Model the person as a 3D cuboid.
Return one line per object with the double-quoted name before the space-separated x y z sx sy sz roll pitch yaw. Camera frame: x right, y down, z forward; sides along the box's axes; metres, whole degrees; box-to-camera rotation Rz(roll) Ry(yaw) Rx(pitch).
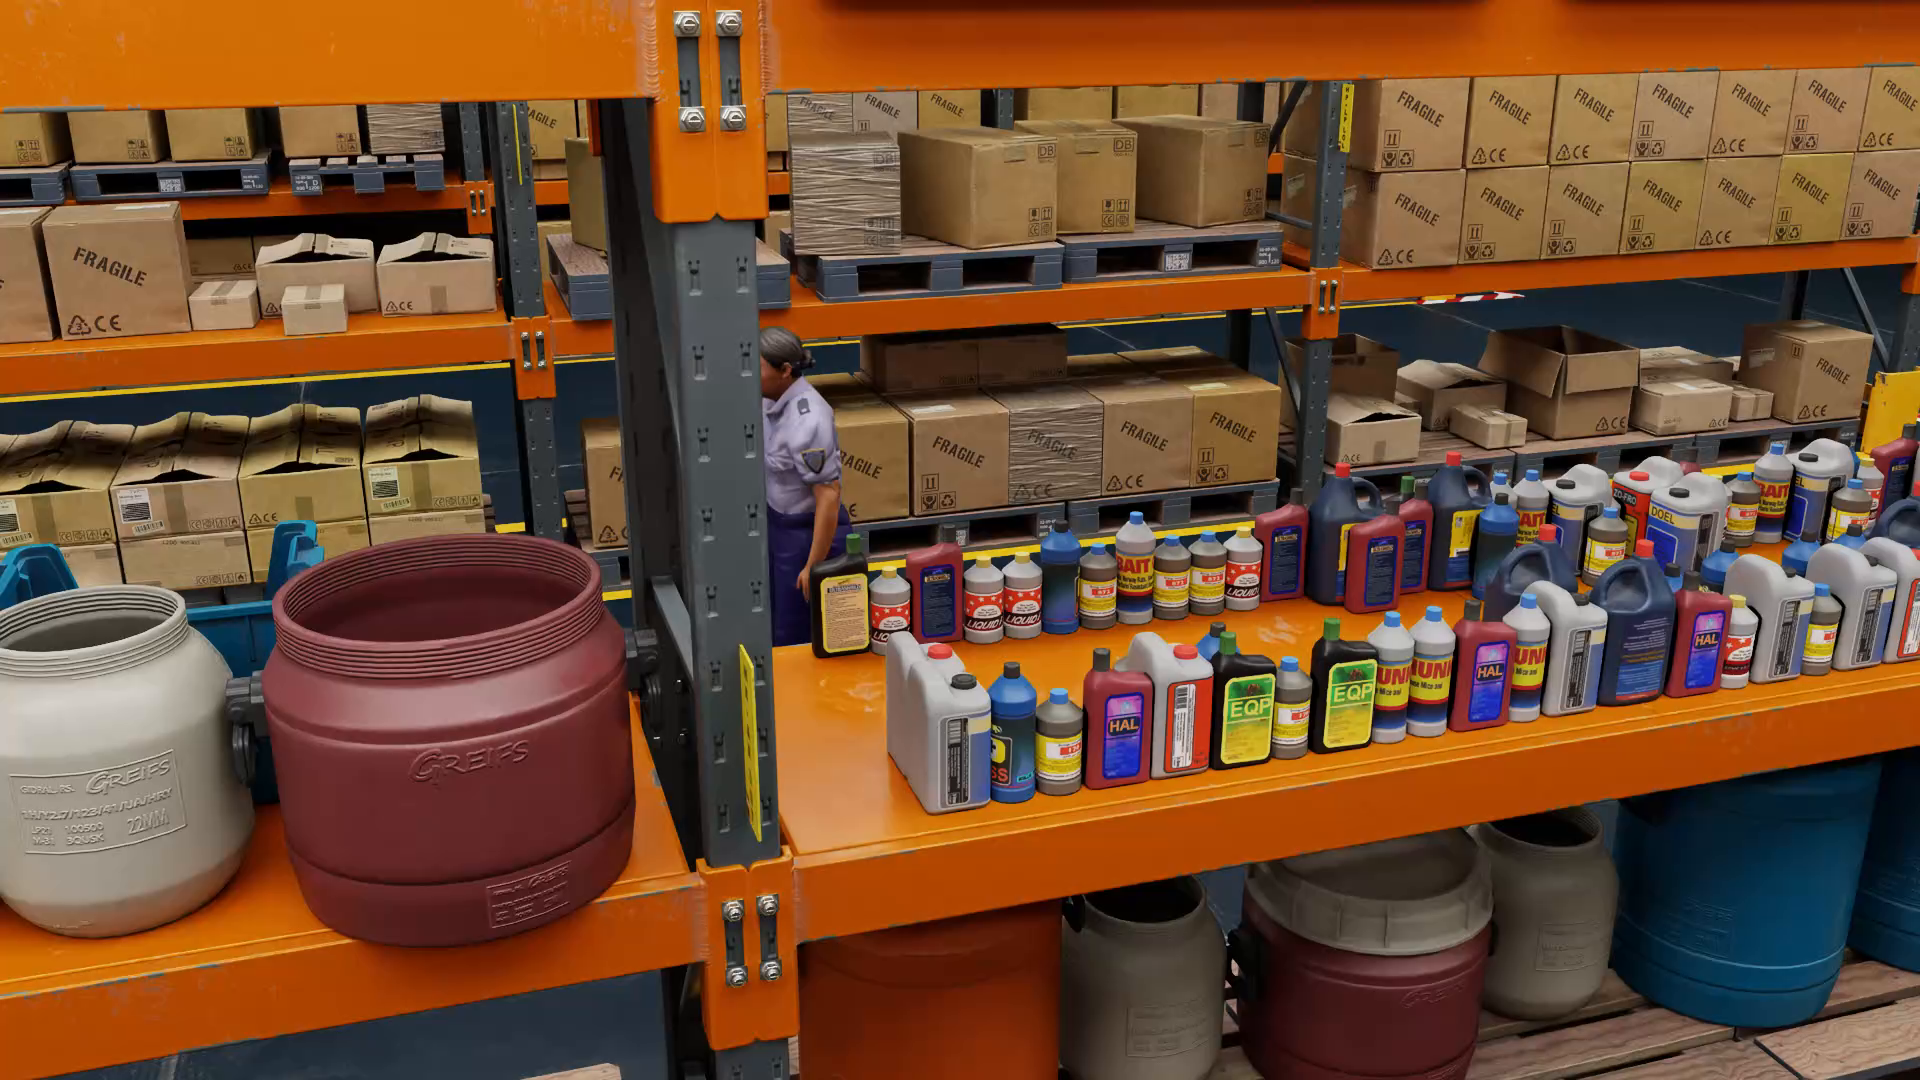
"person" -0.585 0.027 6.005 0.374 1.650 0.548 -7 21 -20
